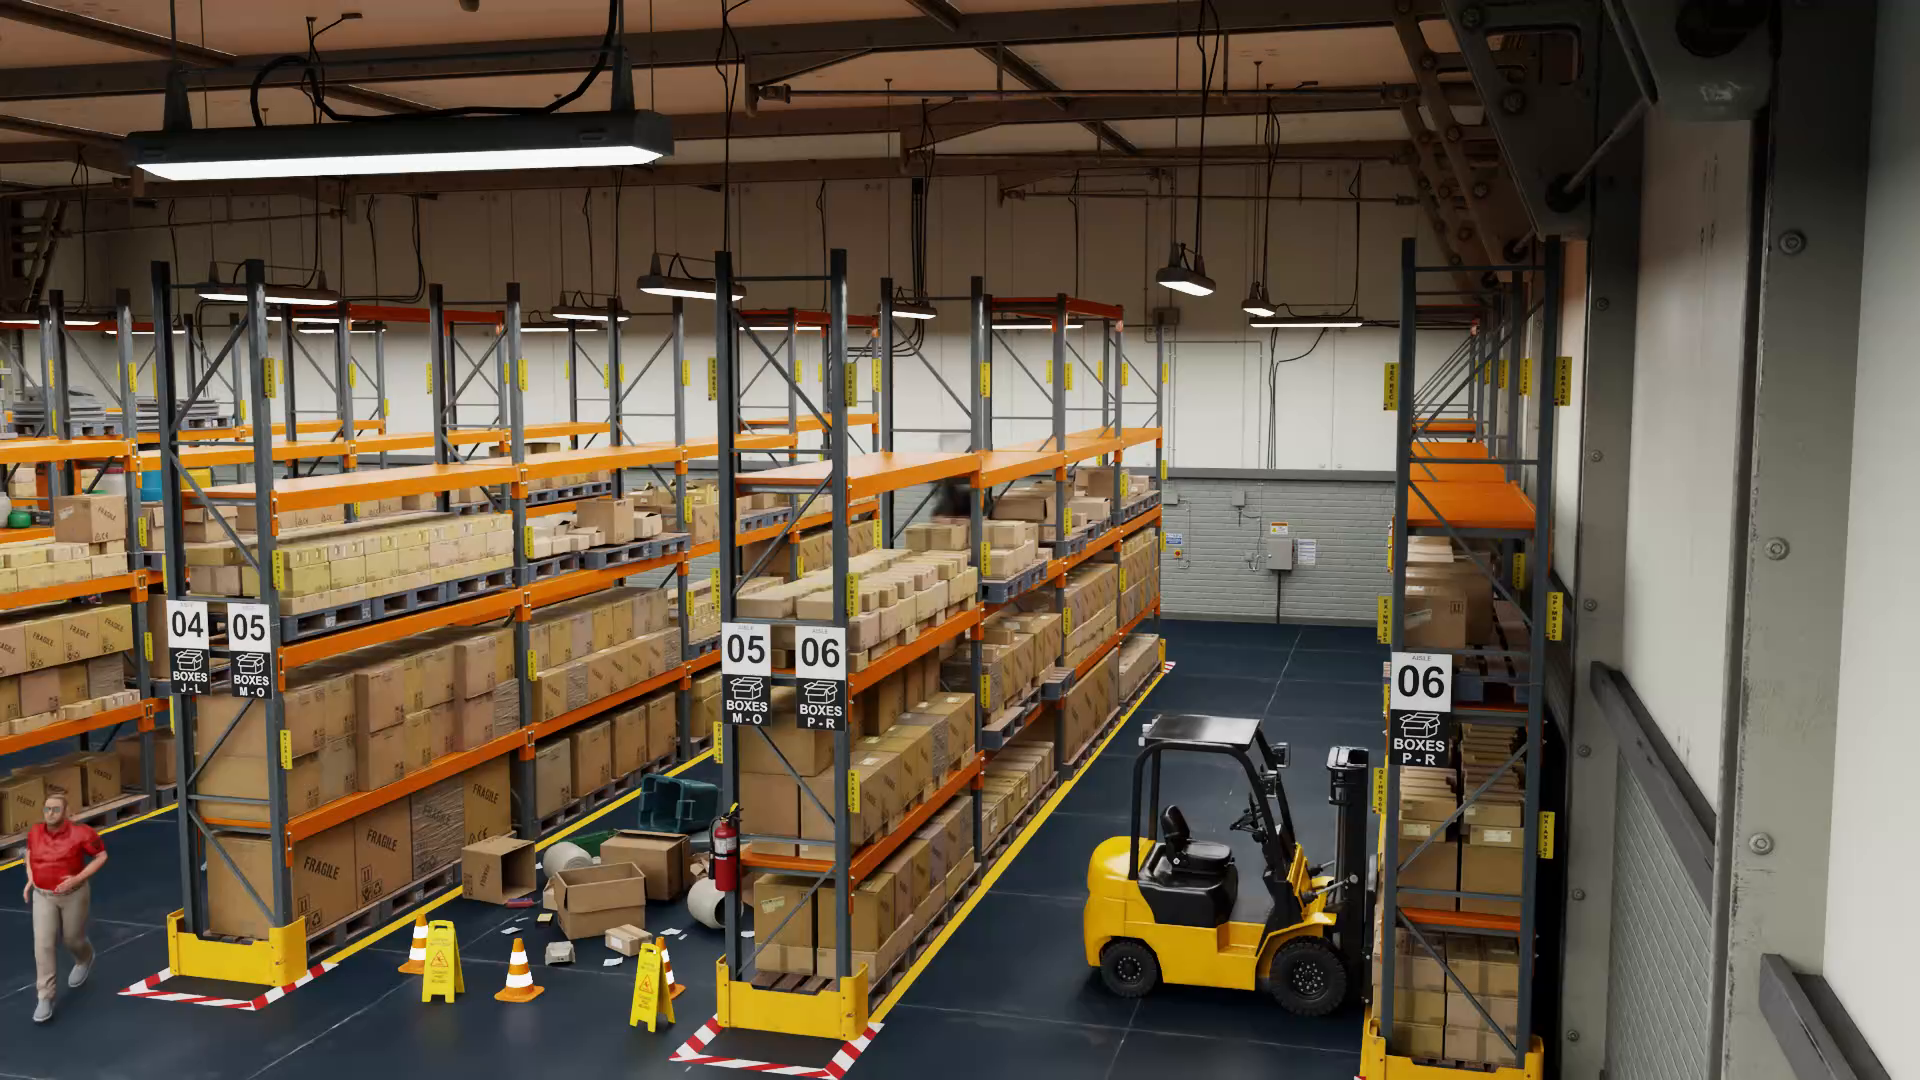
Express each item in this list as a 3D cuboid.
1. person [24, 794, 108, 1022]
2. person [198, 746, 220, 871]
[{"bbox_3d":[-7.190,2.874,13.392,0.654,1.722,0.926,-1,6,-11],"label":"person"},{"bbox_3d":[-7.610,2.468,17.192,0.711,1.748,0.917,0,6,3],"label":"person"}]
